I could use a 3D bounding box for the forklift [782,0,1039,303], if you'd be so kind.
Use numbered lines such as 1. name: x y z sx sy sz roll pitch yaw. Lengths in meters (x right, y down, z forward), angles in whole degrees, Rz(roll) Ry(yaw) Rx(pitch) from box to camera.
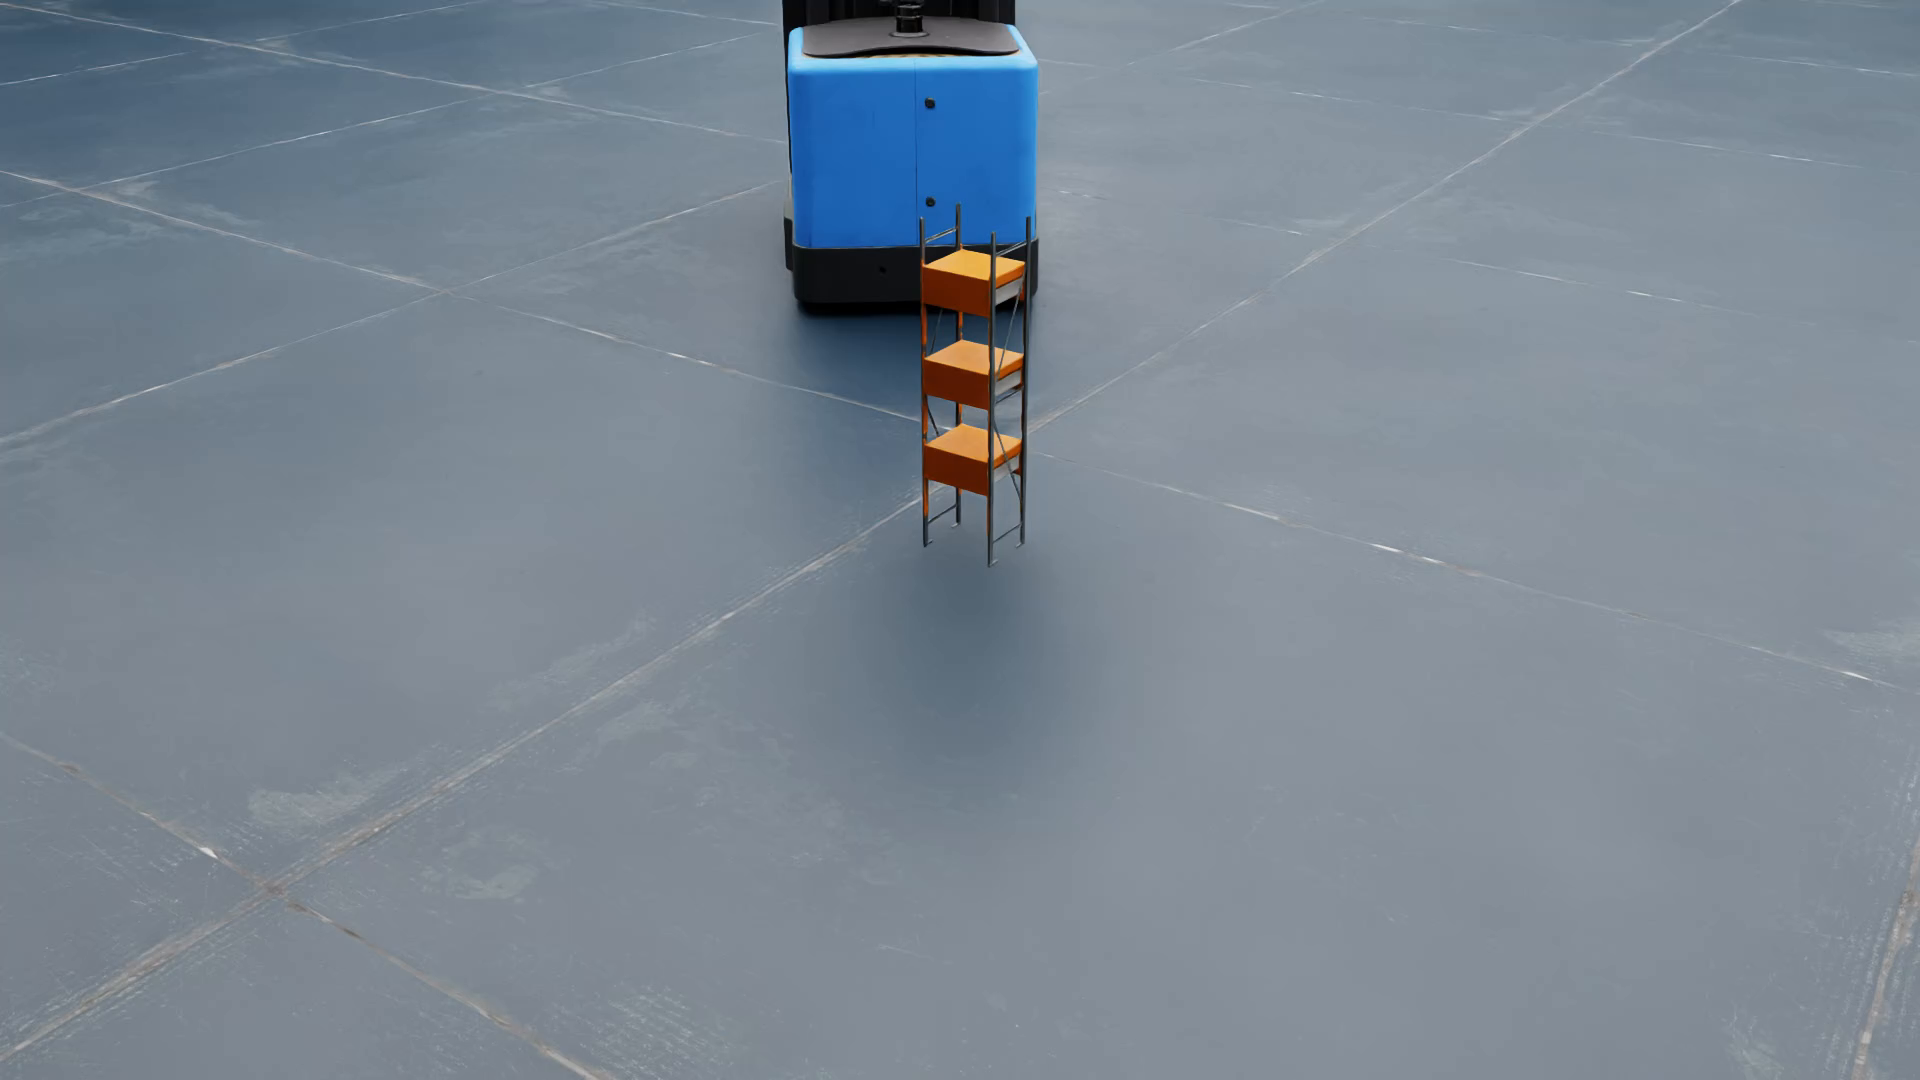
1. forklift: -0.307 -2.947 7.809 1.130 2.935 3.031 -2 27 -4

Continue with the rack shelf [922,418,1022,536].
1. rack shelf: 0.044 -0.197 5.116 0.240 0.259 0.215 17 32 30

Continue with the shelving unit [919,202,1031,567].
1. shelving unit: 0.044 -0.454 4.985 0.252 1.050 0.215 17 32 30

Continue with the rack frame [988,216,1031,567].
1. rack frame: 0.145 -0.423 4.923 0.008 1.050 0.200 17 32 30

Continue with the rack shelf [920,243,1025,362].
1. rack shelf: 0.044 -0.698 4.861 0.240 0.259 0.215 17 32 30

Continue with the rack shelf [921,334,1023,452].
1. rack shelf: 0.044 -0.445 4.990 0.240 0.259 0.215 17 32 30

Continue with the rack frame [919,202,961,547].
1. rack frame: -0.056 -0.485 5.046 0.008 1.050 0.200 17 32 30
